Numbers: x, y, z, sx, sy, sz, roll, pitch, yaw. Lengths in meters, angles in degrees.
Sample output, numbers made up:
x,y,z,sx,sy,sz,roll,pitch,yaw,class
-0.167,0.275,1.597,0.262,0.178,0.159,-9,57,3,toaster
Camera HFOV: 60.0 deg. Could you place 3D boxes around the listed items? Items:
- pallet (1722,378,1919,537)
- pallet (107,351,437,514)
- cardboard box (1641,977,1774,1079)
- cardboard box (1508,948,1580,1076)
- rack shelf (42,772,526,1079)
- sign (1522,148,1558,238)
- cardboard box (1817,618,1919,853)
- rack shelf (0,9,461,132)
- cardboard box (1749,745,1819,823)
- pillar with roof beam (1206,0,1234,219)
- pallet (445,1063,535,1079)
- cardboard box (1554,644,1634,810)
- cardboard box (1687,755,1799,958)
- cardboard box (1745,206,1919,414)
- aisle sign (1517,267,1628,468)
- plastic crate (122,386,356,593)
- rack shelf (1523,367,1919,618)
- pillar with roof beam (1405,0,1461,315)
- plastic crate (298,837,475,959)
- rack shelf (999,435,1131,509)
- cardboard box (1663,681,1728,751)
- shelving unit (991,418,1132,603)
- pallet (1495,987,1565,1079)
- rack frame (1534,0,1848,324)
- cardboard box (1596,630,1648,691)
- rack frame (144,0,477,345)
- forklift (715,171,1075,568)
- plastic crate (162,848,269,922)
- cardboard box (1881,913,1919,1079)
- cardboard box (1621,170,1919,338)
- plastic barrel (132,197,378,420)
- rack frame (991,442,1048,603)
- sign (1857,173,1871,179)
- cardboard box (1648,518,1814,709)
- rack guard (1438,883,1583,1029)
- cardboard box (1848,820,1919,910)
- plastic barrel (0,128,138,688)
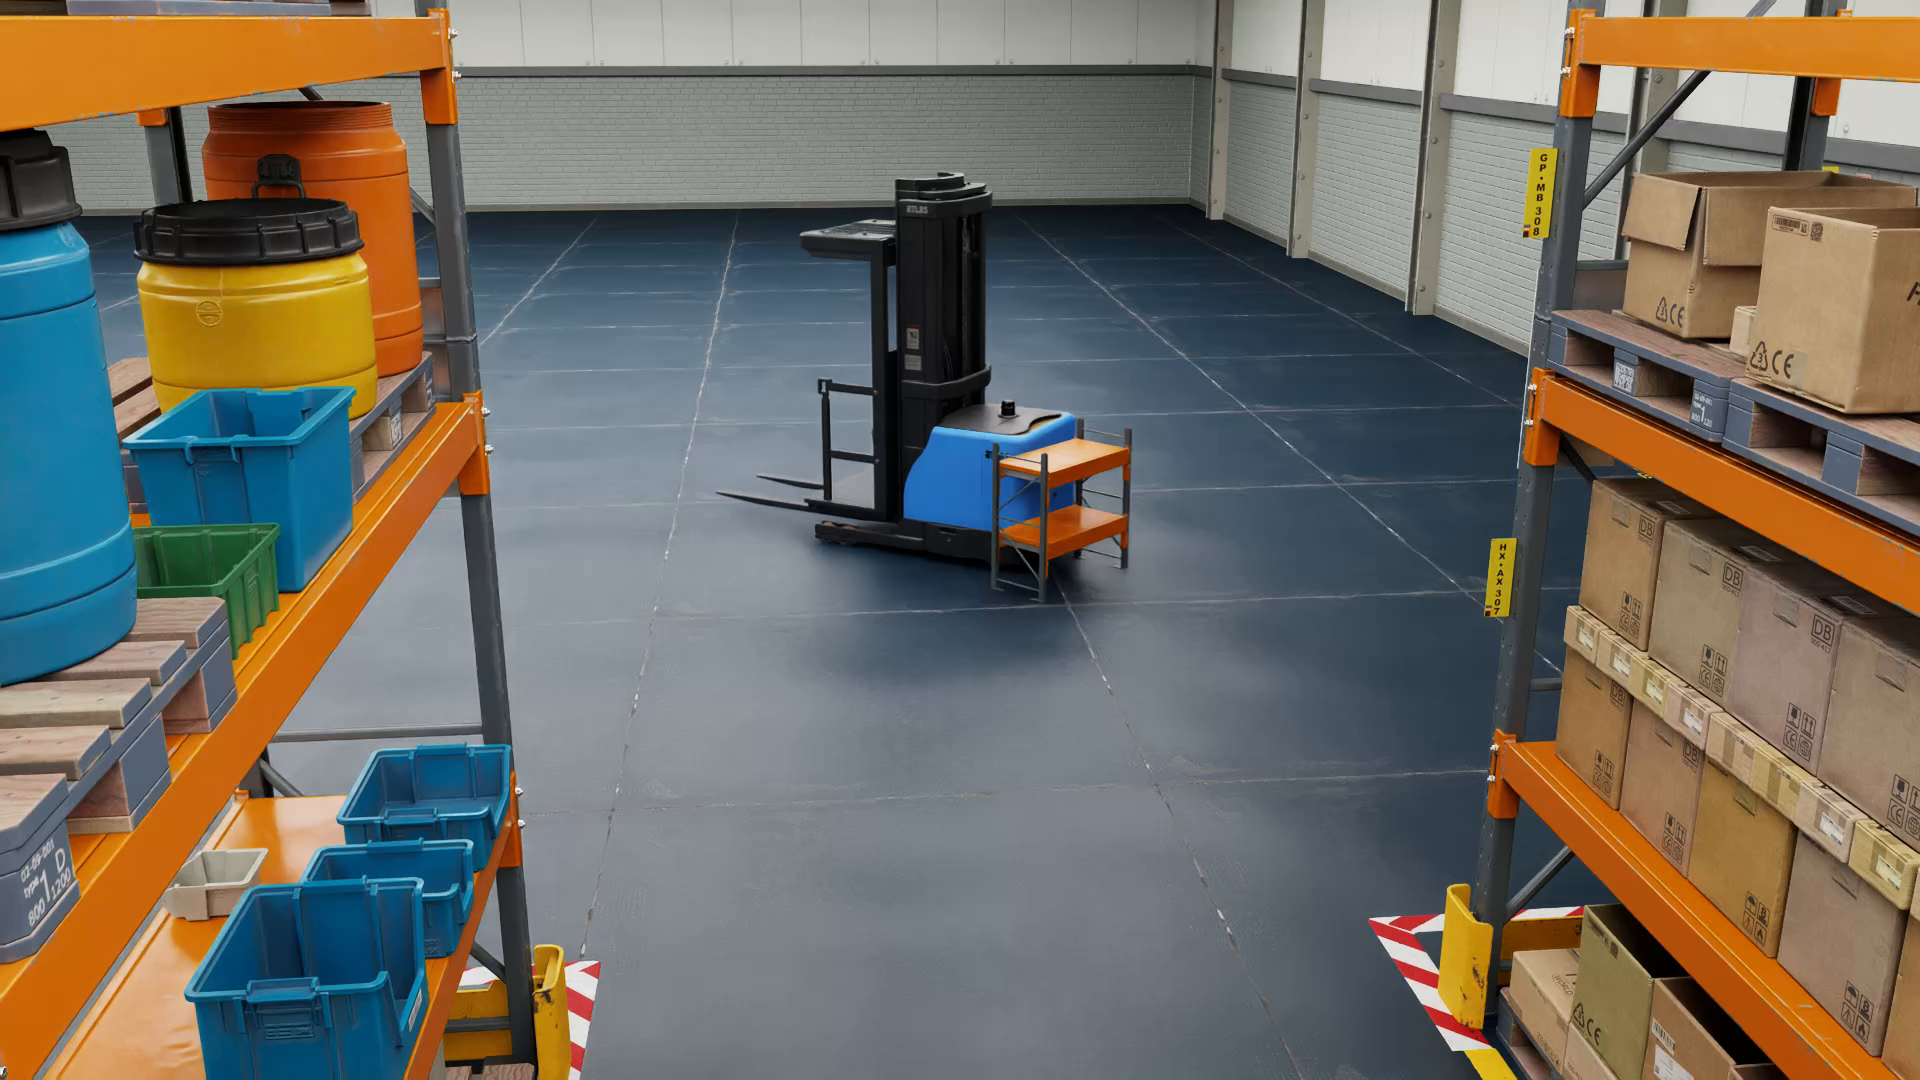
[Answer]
x,y,z,sx,sy,sz,roll,pitch,yaw,class
2.877,-0.227,4.532,1.003,0.211,1.213,-2,18,-6,pallet
-2.239,-0.353,5.102,1.003,0.211,1.213,-2,18,-6,pallet
2.652,1.804,5.560,0.500,0.500,0.500,-2,18,-6,cardboard box
2.535,1.864,6.620,0.500,0.250,0.500,-2,18,-6,cardboard box
-2.020,1.677,4.528,1.077,0.370,4.000,-2,18,-6,rack shelf
2.148,-1.284,6.161,0.100,0.325,0.005,-2,18,-6,sign
2.906,0.531,4.646,0.700,0.500,0.500,-2,18,-6,cardboard box
-2.020,-0.994,3.689,1.077,0.370,4.000,-2,18,-6,rack shelf
2.662,0.736,5.074,0.380,0.149,0.250,-2,18,-6,cardboard box
1.184,-11.053,33.861,9.100,9.000,0.400,-2,18,-6,pillar with roof beam
-2.094,2.332,5.897,1.003,0.211,1.213,-2,18,-6,pallet
2.736,0.678,6.343,0.700,0.500,0.500,-2,18,-6,cardboard box
2.840,0.982,5.373,0.700,0.500,0.500,-2,18,-5,cardboard box
2.600,-0.656,4.651,0.500,0.500,0.500,-2,18,-6,cardboard box
2.389,-0.664,6.445,0.394,0.787,0.004,-2,18,-6,aisle sign
-1.731,-0.126,4.091,0.392,0.384,0.575,-2,18,-6,plastic crate
2.907,0.094,4.562,1.077,0.370,4.000,-2,18,-6,rack shelf
2.421,-7.478,22.473,9.100,9.000,0.400,-2,18,-6,pillar with roof beam
-1.816,1.143,5.278,0.499,0.251,0.408,-2,18,-6,plastic crate
0.772,-0.521,12.482,0.538,0.278,1.000,15,23,39,rack shelf
2.605,0.581,5.569,0.380,0.149,0.250,-2,18,-6,cardboard box
0.771,-0.242,12.570,0.538,1.125,1.048,15,23,39,shelving unit
2.821,2.143,6.498,1.003,0.211,1.213,-2,18,-6,pallet
2.701,-2.276,5.903,1.000,3.000,0.127,-2,18,-6,rack frame
2.557,0.431,6.046,0.380,0.149,0.250,-2,18,-7,cardboard box
-2.227,-2.124,5.419,1.000,3.000,0.127,-2,18,-6,rack frame
-0.610,-1.477,13.487,3.031,2.935,1.130,9,20,26,forklift
-2.454,1.141,5.476,0.298,0.136,0.250,-2,18,-6,plastic crate
2.952,1.292,4.388,0.700,0.500,0.500,-2,17,-5,cardboard box
2.756,-0.990,5.707,0.797,0.503,0.637,-1,17,-2,cardboard box
-1.983,-0.647,4.708,0.600,0.588,0.600,0,17,0,plastic barrel
0.435,-0.128,12.206,0.500,1.125,0.032,15,23,39,rack frame
7.823,-3.023,14.427,0.001,0.298,0.199,-2,18,-6,sign
2.801,0.231,5.599,0.700,0.500,0.500,-2,18,-7,cardboard box
2.698,1.772,7.199,1.175,0.500,0.348,-2,18,-6,rack guard
2.712,0.889,4.588,0.380,0.149,0.250,-1,17,-4,cardboard box
-1.810,-0.241,2.890,0.600,0.901,0.708,-2,18,-6,plastic barrel
